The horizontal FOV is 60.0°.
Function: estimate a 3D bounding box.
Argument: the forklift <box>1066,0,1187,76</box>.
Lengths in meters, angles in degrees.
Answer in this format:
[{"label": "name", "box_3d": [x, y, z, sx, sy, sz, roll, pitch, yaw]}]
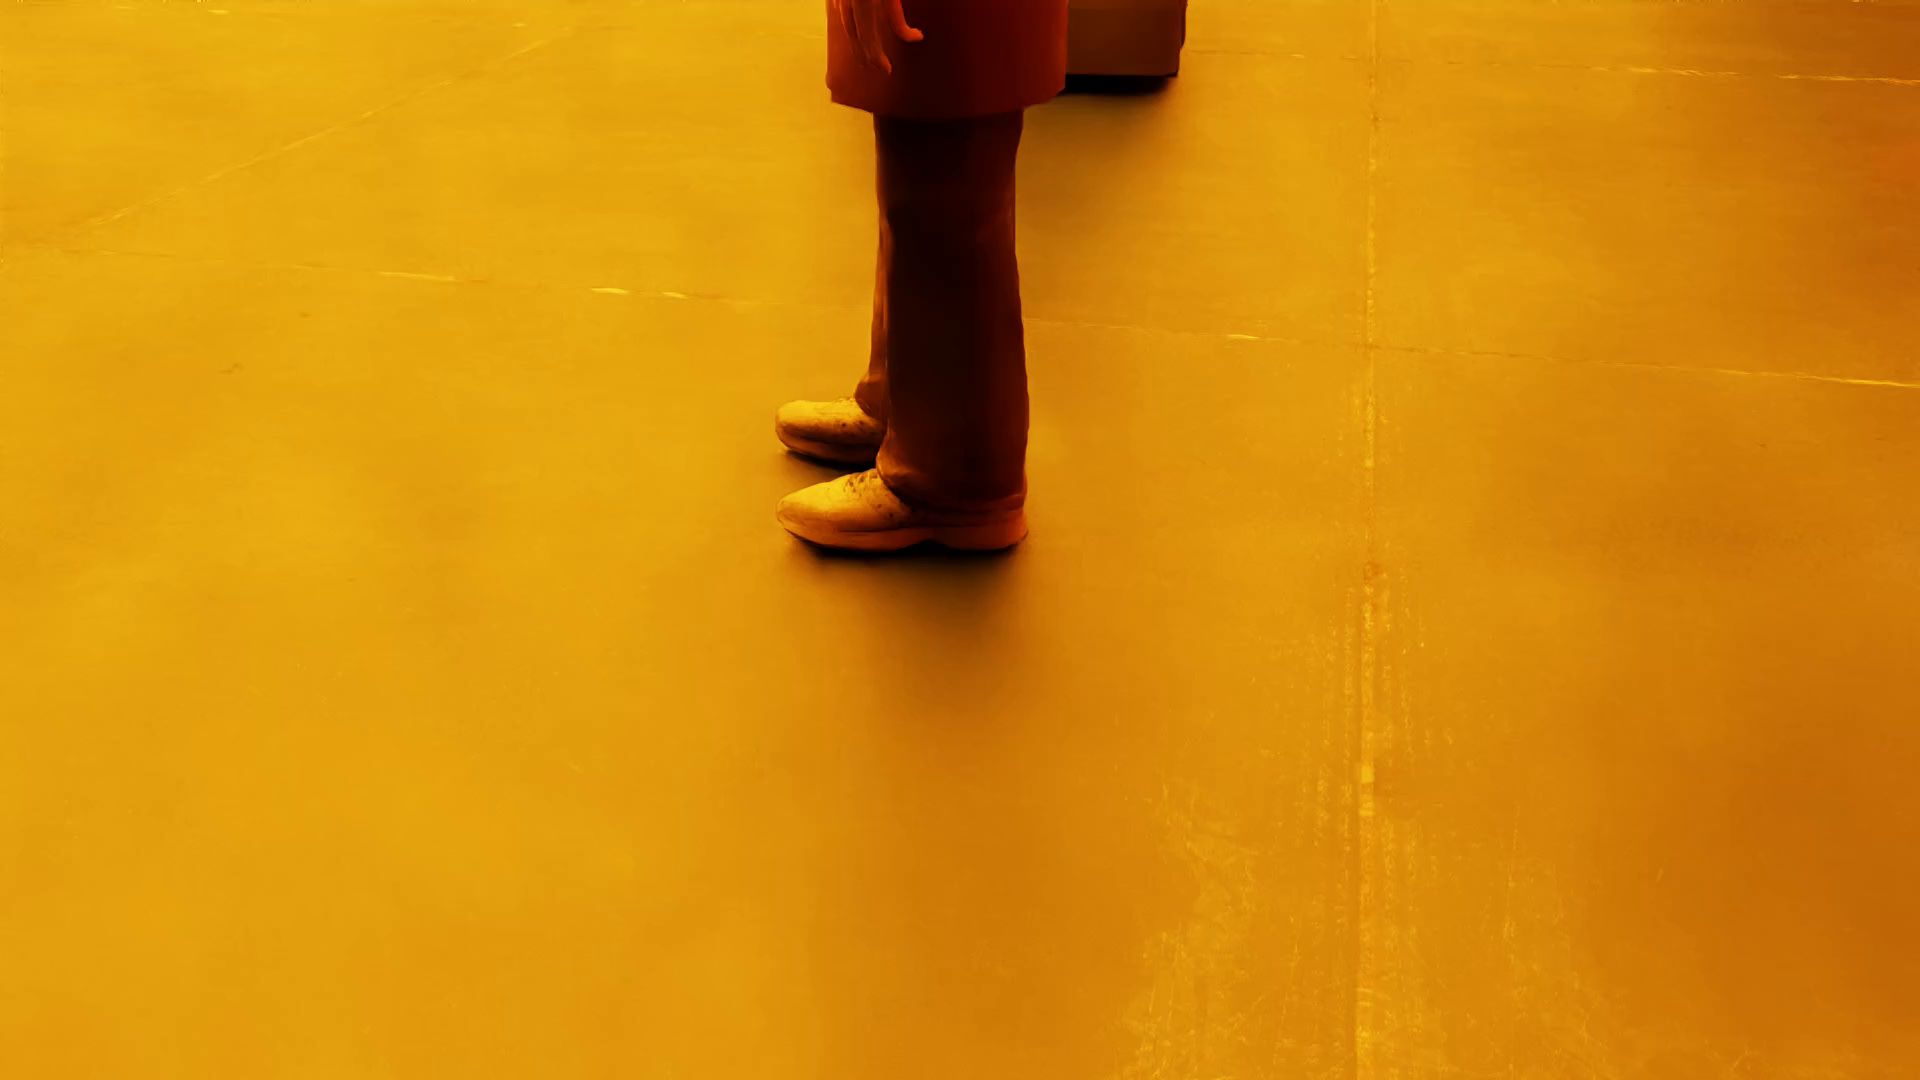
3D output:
[{"label": "forklift", "box_3d": [0.267, -3.405, 5.995, 1.130, 2.935, 3.031, 2, 27, 3]}]

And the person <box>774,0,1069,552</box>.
[{"label": "person", "box_3d": [-0.088, -0.811, 2.118, 0.580, 1.776, 0.694, 6, 27, 11]}]
